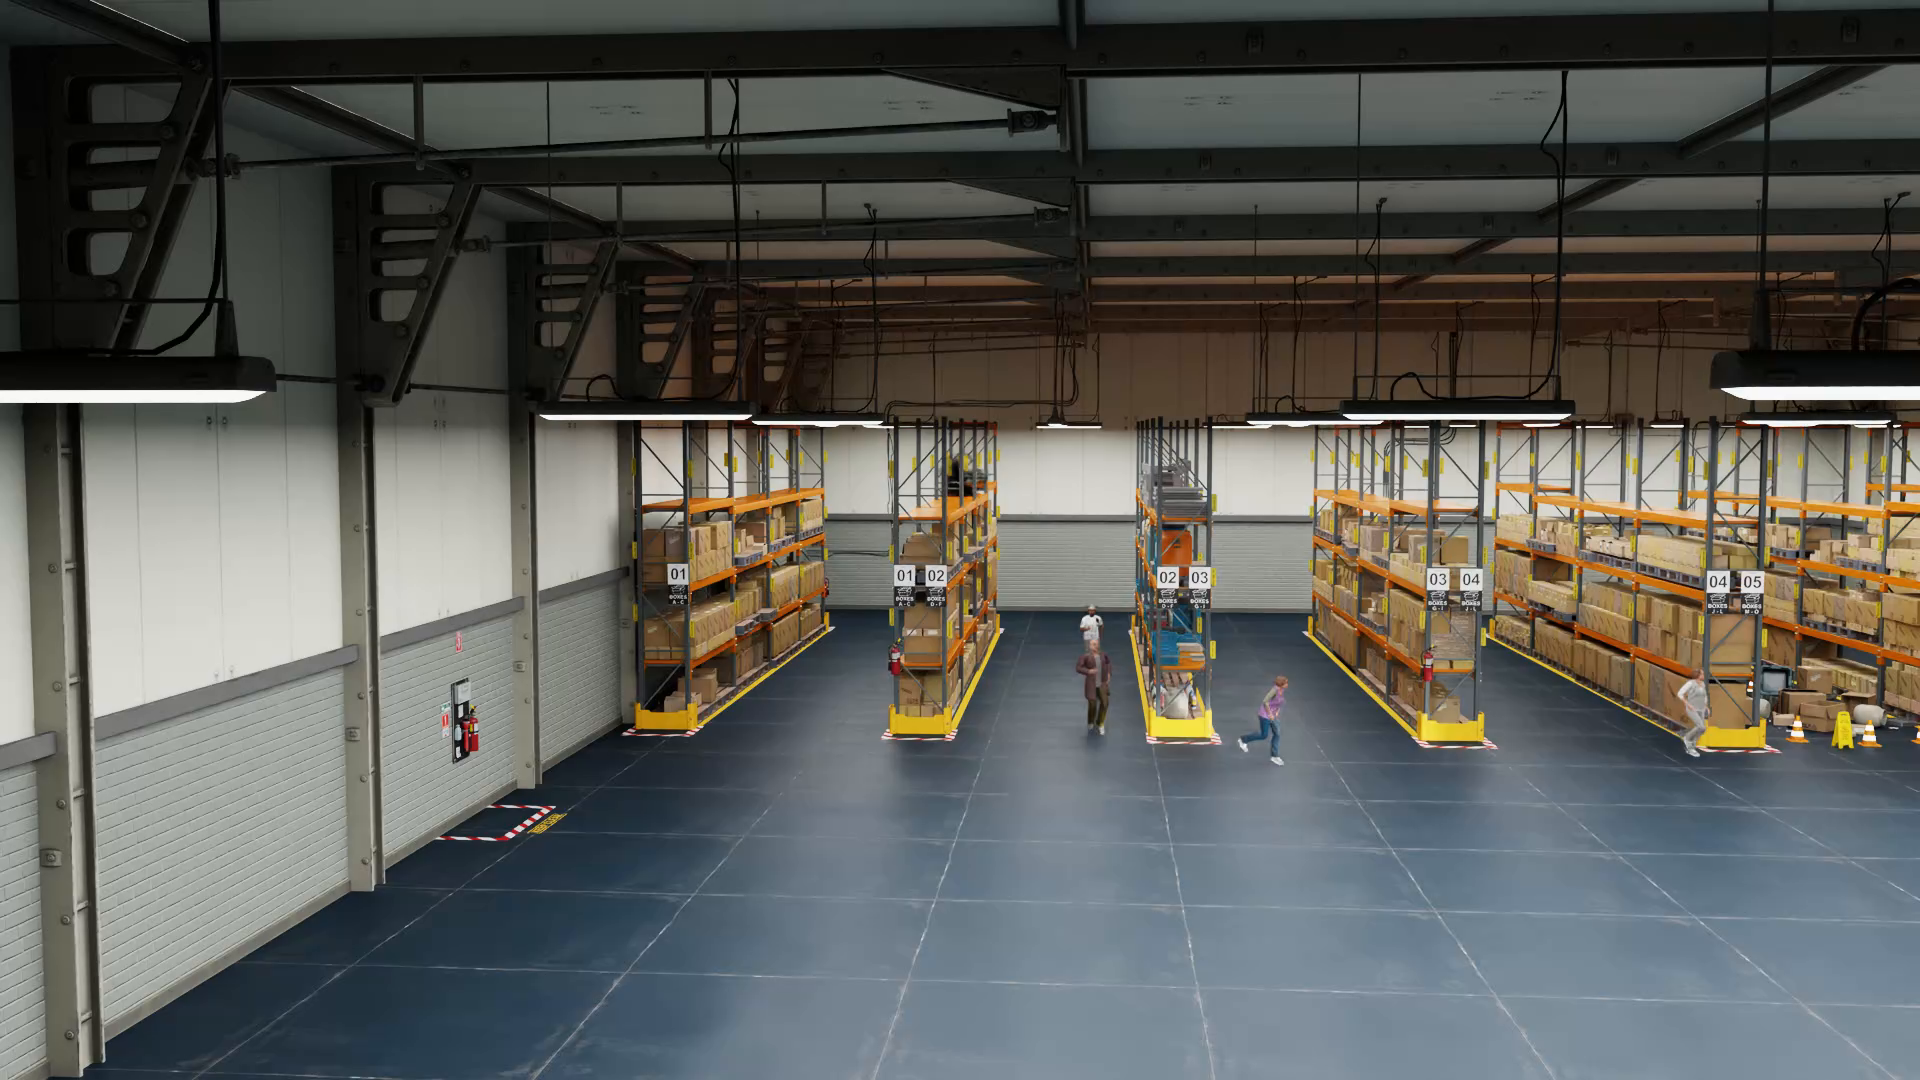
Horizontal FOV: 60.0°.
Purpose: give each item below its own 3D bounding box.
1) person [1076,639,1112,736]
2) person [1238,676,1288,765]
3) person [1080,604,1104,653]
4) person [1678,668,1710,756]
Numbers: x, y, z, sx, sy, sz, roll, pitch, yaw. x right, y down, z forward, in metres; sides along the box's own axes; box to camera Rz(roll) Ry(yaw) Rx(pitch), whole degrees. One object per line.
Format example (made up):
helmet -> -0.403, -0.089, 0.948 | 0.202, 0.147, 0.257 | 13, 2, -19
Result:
person -> 2.551, 2.790, 31.548 | 0.770, 1.828, 0.719 | -1, 4, -14
person -> 5.258, 3.095, 28.837 | 0.876, 1.550, 0.551 | 2, 4, 26
person -> 3.060, 2.351, 38.612 | 0.560, 1.754, 0.742 | 0, 4, 4
person -> 13.002, 3.035, 29.318 | 0.564, 1.566, 0.462 | -2, 4, -23
